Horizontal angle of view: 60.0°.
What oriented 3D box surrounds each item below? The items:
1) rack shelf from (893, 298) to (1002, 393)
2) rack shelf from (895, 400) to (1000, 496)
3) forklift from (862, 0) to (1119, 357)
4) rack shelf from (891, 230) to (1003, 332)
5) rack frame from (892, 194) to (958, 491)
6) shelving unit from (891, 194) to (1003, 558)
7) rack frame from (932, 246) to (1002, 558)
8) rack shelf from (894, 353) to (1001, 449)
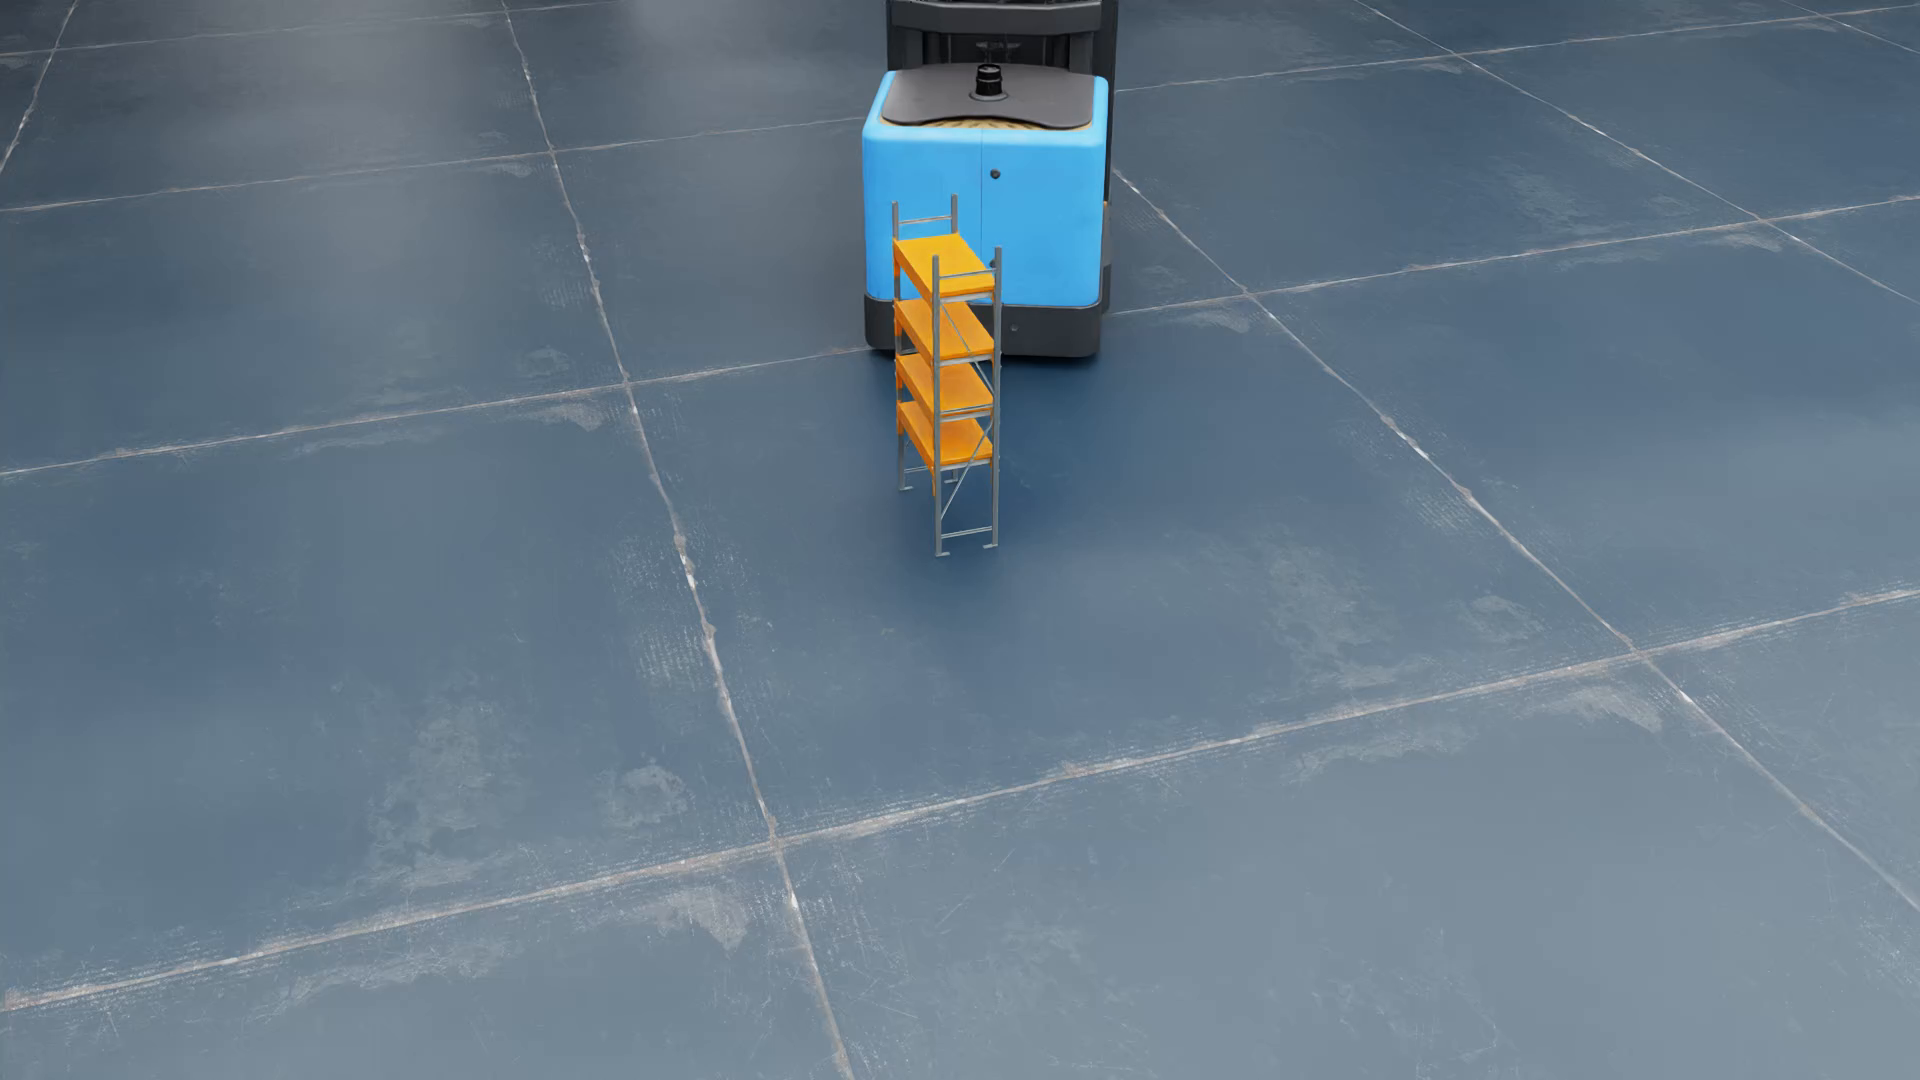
[{"bbox_3d":[-0.050,-0.718,5.965,0.258,0.148,0.480,-10,35,-15],"label":"rack shelf"},{"bbox_3d":[-0.050,-0.366,6.197,0.258,0.148,0.480,-10,35,-15],"label":"rack shelf"},{"bbox_3d":[0.220,-2.820,7.859,1.130,2.935,3.031,3,34,4],"label":"forklift"},{"bbox_3d":[-0.050,-0.915,5.834,0.258,0.148,0.480,-10,35,-15],"label":"rack shelf"},{"bbox_3d":[-0.125,-0.716,6.245,0.240,1.200,0.015,-10,35,-15],"label":"rack frame"},{"bbox_3d":[-0.050,-0.587,6.051,0.258,1.200,0.503,-10,35,-15],"label":"shelving unit"},{"bbox_3d":[0.024,-0.459,5.857,0.240,1.200,0.015,-10,35,-15],"label":"rack frame"},{"bbox_3d":[-0.050,-0.531,6.088,0.258,0.148,0.480,-10,35,-15],"label":"rack shelf"}]
